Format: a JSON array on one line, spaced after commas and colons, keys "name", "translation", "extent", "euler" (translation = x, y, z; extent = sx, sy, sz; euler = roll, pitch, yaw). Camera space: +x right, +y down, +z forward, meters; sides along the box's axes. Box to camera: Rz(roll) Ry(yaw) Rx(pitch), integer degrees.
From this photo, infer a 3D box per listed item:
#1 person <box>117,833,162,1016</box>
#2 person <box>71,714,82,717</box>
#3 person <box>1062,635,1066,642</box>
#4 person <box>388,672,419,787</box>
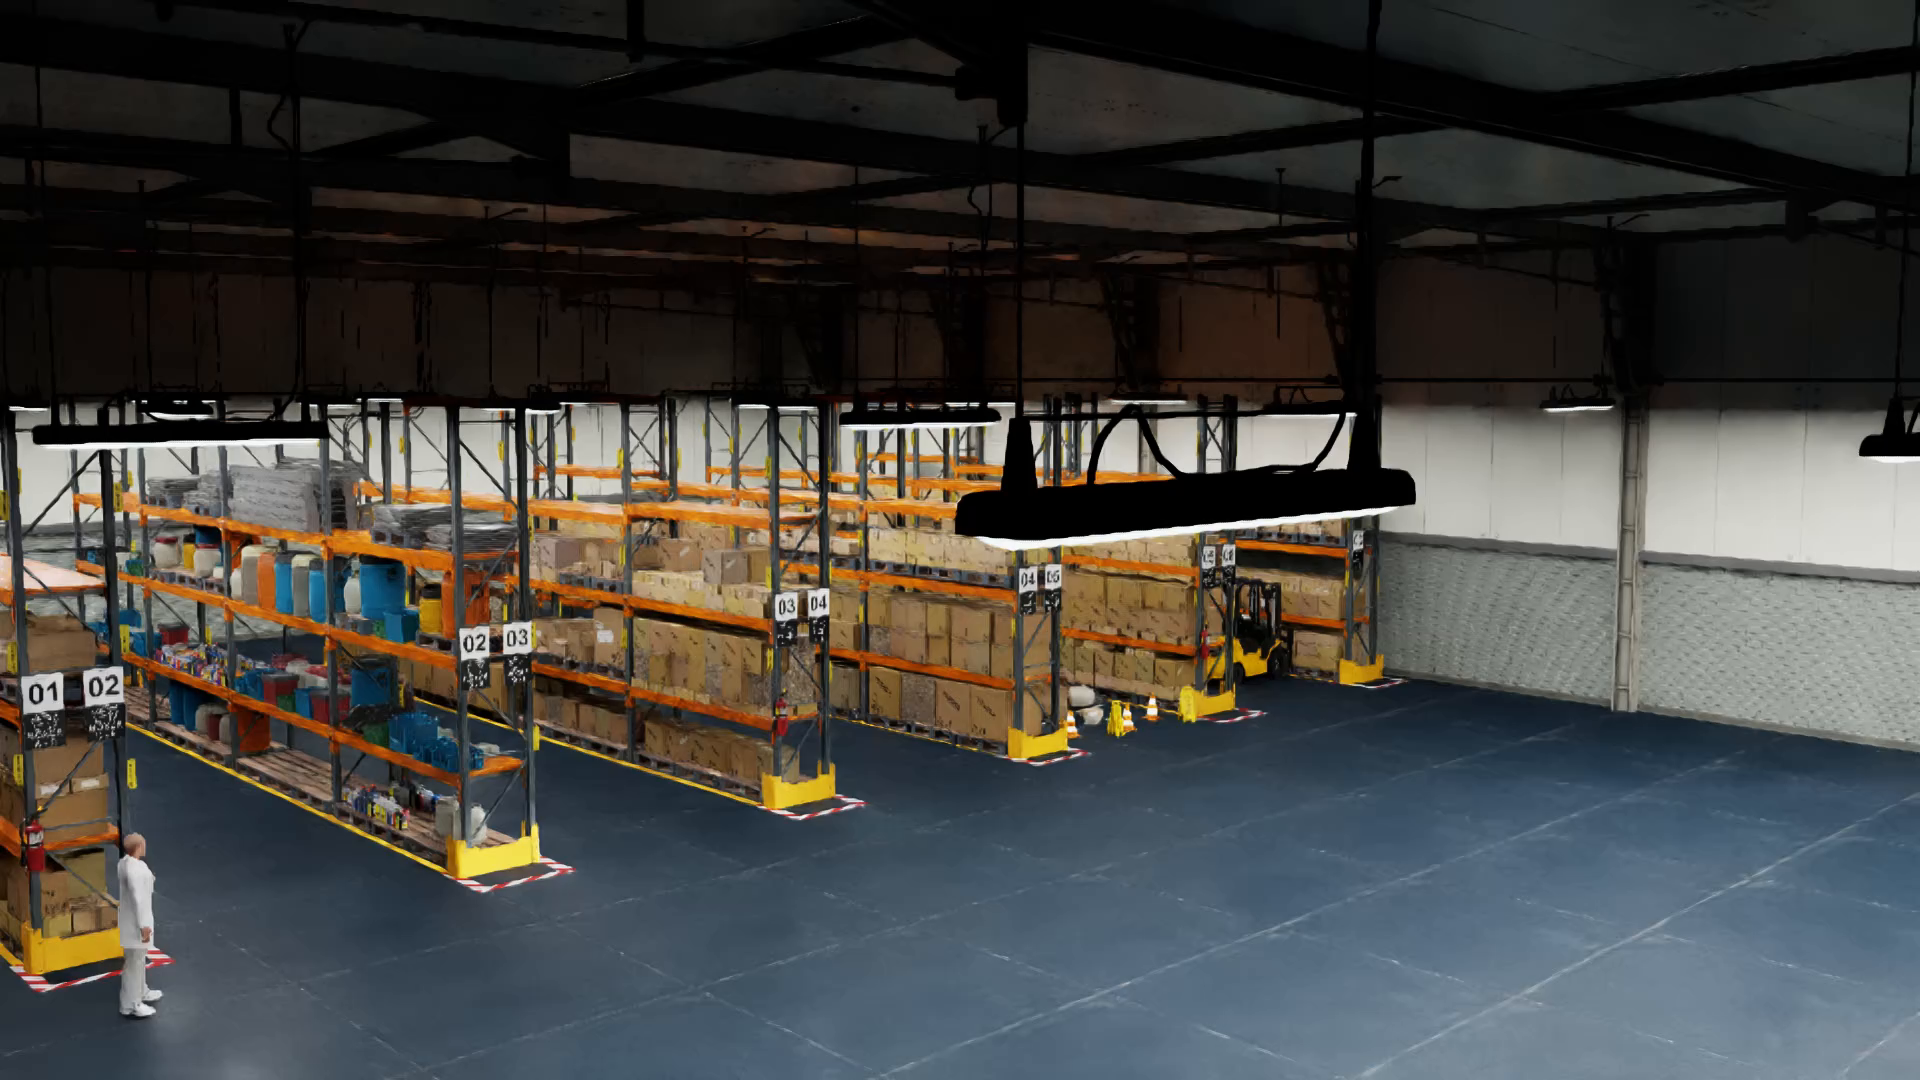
[{"name": "person", "translation": [-8.241, 3.815, 16.671], "extent": [0.438, 1.786, 0.643], "euler": [-4, 7, -34]}, {"name": "person", "translation": [-16.810, 2.478, 31.193], "extent": [0.644, 1.659, 0.496], "euler": [5, 7, 42]}, {"name": "person", "translation": [2.192, 1.979, 36.704], "extent": [0.449, 1.599, 0.467], "euler": [-1, 6, -12]}, {"name": "person", "translation": [-8.665, 2.927, 25.814], "extent": [0.670, 1.785, 0.450], "euler": [2, 6, 24]}]
